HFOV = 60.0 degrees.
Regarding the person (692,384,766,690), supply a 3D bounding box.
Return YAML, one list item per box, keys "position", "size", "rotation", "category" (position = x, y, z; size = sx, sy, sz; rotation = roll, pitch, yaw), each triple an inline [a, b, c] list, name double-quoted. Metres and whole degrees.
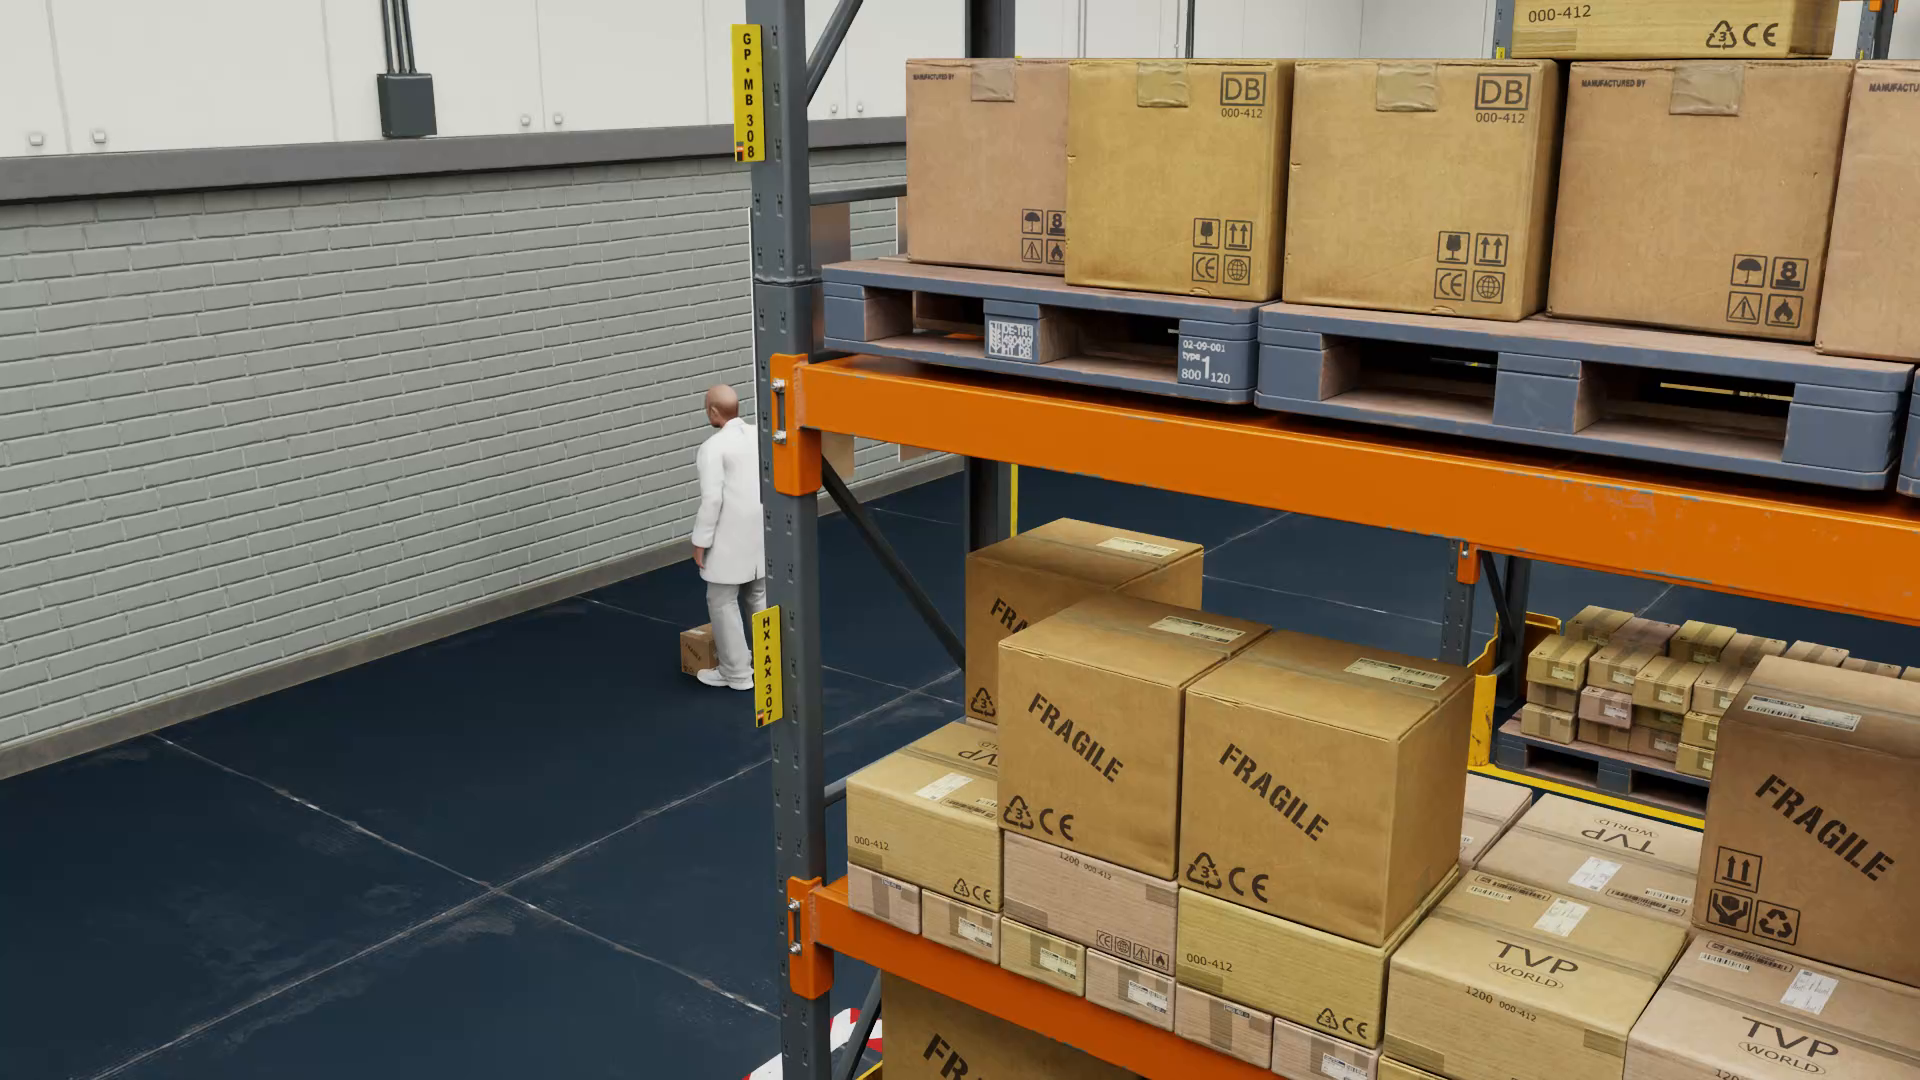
- position: [-1.298, -0.023, 9.641]
  size: [0.421, 1.774, 0.642]
  rotation: [12, 20, 35]
  category: "person"
